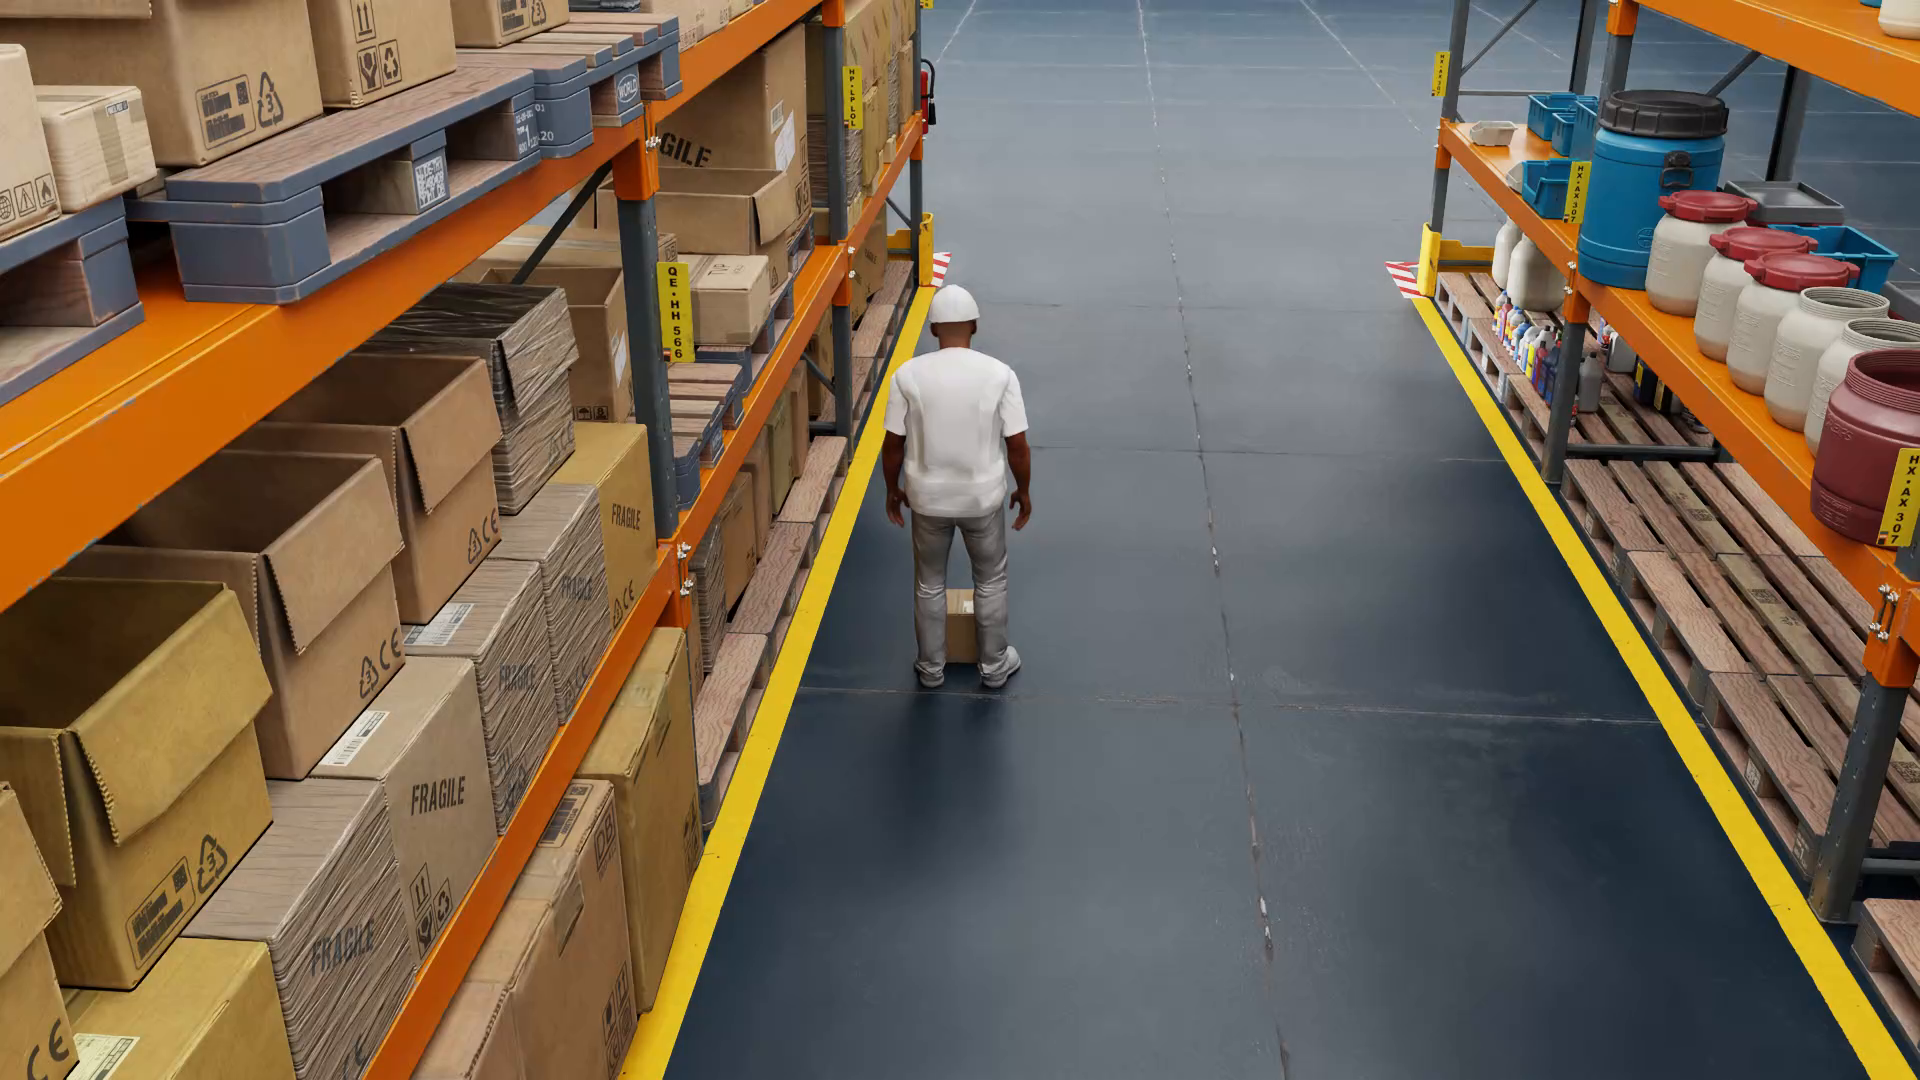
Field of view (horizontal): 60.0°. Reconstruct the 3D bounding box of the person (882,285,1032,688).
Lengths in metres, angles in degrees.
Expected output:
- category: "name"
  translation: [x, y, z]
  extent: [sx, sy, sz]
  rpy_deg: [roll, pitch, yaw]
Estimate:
- category: "person"
  translation: [-0.009, -0.202, 7.029]
  extent: [0.626, 1.760, 0.461]
  rpy_deg: [2, 24, 4]
